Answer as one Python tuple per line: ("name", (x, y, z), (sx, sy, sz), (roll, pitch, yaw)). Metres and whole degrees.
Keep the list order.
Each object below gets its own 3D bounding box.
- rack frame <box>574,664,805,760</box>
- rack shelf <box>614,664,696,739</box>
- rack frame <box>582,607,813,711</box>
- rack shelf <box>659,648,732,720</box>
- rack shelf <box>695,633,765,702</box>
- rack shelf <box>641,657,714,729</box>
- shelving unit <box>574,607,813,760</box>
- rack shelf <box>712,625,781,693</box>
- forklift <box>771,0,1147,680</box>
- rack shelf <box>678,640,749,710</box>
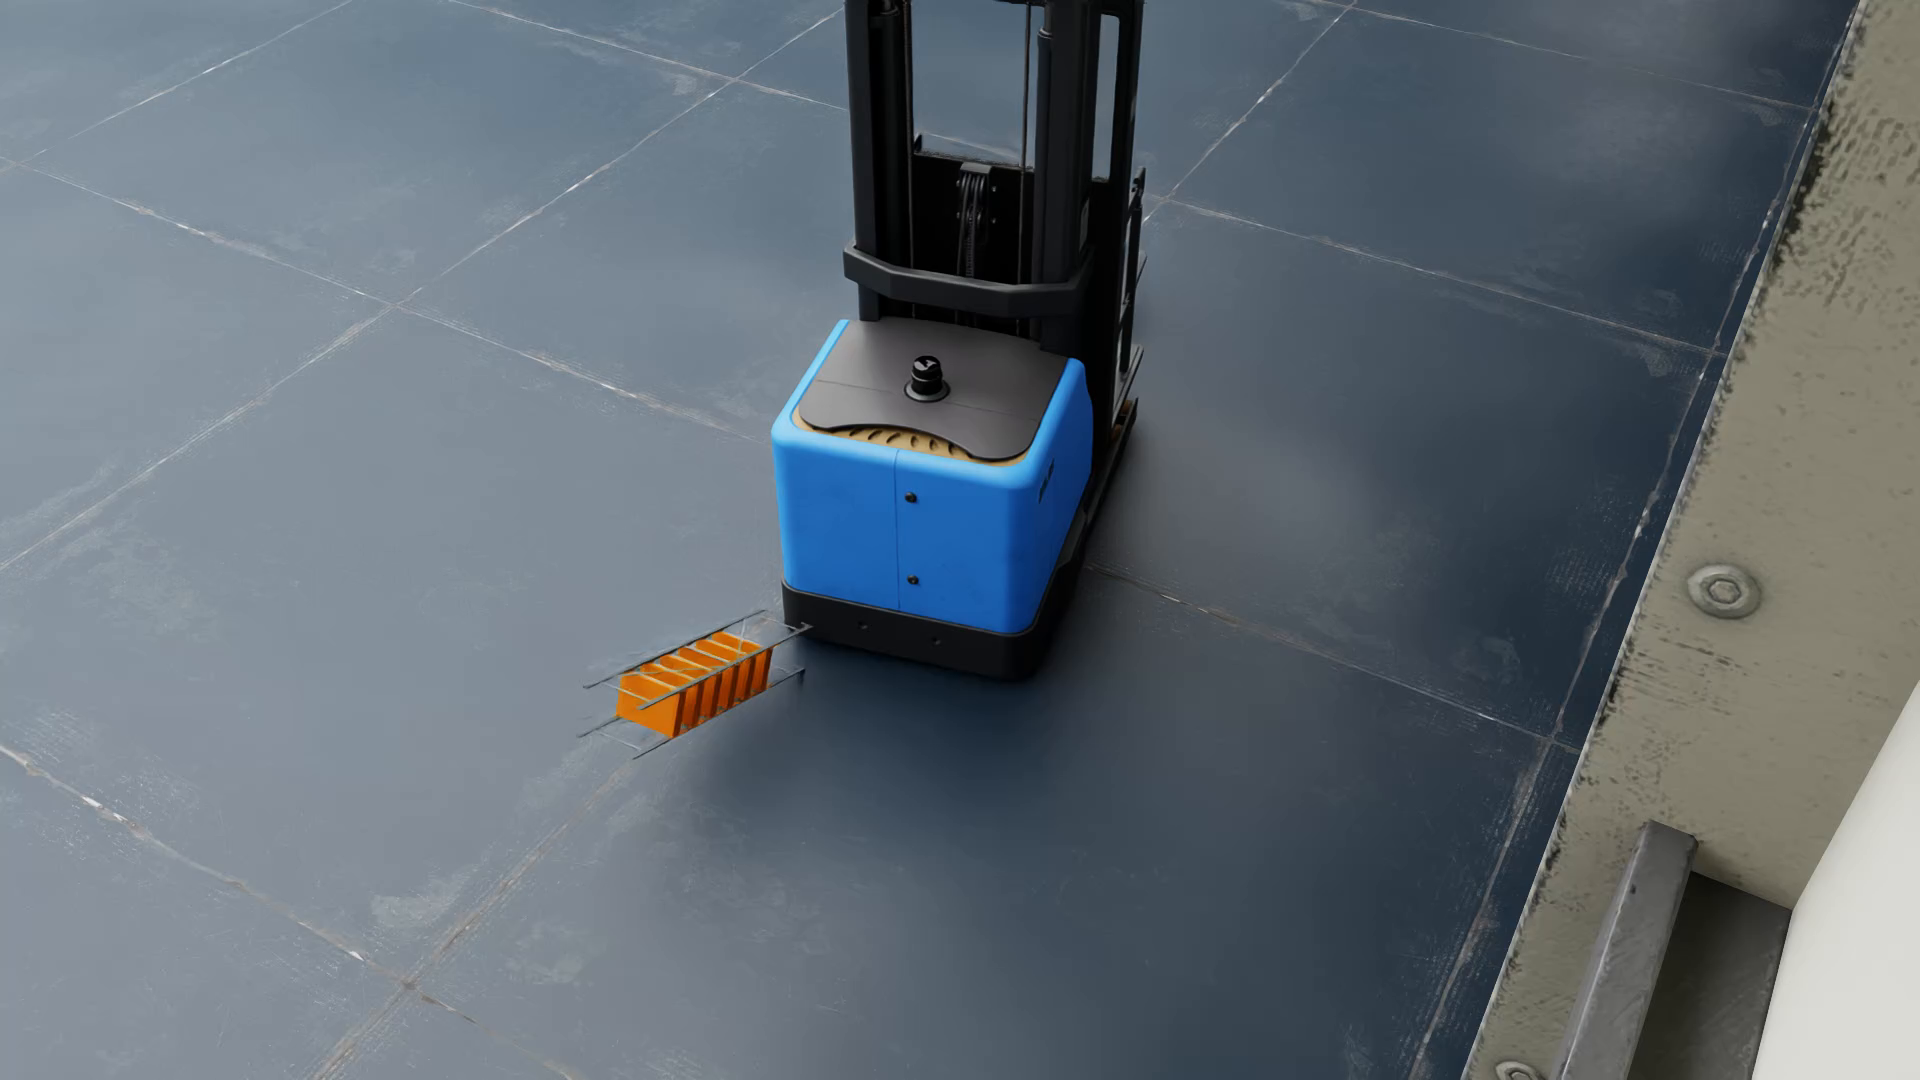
("rack frame", (-0.966, 0.591, 6.158), (0.240, 0.006, 1.200), (18, 17, 20))
("rack shelf", (-1.074, 0.563, 5.848), (0.258, 0.180, 0.103), (18, 17, 20))
("rack frame", (-0.929, 0.419, 6.106), (0.240, 0.006, 1.200), (18, 17, 20))
("rack shelf", (-0.978, 0.519, 6.064), (0.258, 0.180, 0.103), (18, 17, 20))
("rack shelf", (-0.882, 0.475, 6.280), (0.258, 0.180, 0.103), (18, 17, 20))
("rack shelf", (-1.026, 0.541, 5.956), (0.258, 0.180, 0.103), (18, 17, 20))
("shelving unit", (-0.948, 0.505, 6.132), (0.258, 0.189, 1.200), (18, 17, 20))
("rack shelf", (-0.835, 0.453, 6.387), (0.258, 0.180, 0.103), (18, 17, 20))
("forklift", (0.201, -1.538, 6.779), (1.130, 2.935, 3.031), (11, 43, 13))
("rack shelf", (-0.930, 0.497, 6.172), (0.258, 0.180, 0.103), (18, 17, 20))
